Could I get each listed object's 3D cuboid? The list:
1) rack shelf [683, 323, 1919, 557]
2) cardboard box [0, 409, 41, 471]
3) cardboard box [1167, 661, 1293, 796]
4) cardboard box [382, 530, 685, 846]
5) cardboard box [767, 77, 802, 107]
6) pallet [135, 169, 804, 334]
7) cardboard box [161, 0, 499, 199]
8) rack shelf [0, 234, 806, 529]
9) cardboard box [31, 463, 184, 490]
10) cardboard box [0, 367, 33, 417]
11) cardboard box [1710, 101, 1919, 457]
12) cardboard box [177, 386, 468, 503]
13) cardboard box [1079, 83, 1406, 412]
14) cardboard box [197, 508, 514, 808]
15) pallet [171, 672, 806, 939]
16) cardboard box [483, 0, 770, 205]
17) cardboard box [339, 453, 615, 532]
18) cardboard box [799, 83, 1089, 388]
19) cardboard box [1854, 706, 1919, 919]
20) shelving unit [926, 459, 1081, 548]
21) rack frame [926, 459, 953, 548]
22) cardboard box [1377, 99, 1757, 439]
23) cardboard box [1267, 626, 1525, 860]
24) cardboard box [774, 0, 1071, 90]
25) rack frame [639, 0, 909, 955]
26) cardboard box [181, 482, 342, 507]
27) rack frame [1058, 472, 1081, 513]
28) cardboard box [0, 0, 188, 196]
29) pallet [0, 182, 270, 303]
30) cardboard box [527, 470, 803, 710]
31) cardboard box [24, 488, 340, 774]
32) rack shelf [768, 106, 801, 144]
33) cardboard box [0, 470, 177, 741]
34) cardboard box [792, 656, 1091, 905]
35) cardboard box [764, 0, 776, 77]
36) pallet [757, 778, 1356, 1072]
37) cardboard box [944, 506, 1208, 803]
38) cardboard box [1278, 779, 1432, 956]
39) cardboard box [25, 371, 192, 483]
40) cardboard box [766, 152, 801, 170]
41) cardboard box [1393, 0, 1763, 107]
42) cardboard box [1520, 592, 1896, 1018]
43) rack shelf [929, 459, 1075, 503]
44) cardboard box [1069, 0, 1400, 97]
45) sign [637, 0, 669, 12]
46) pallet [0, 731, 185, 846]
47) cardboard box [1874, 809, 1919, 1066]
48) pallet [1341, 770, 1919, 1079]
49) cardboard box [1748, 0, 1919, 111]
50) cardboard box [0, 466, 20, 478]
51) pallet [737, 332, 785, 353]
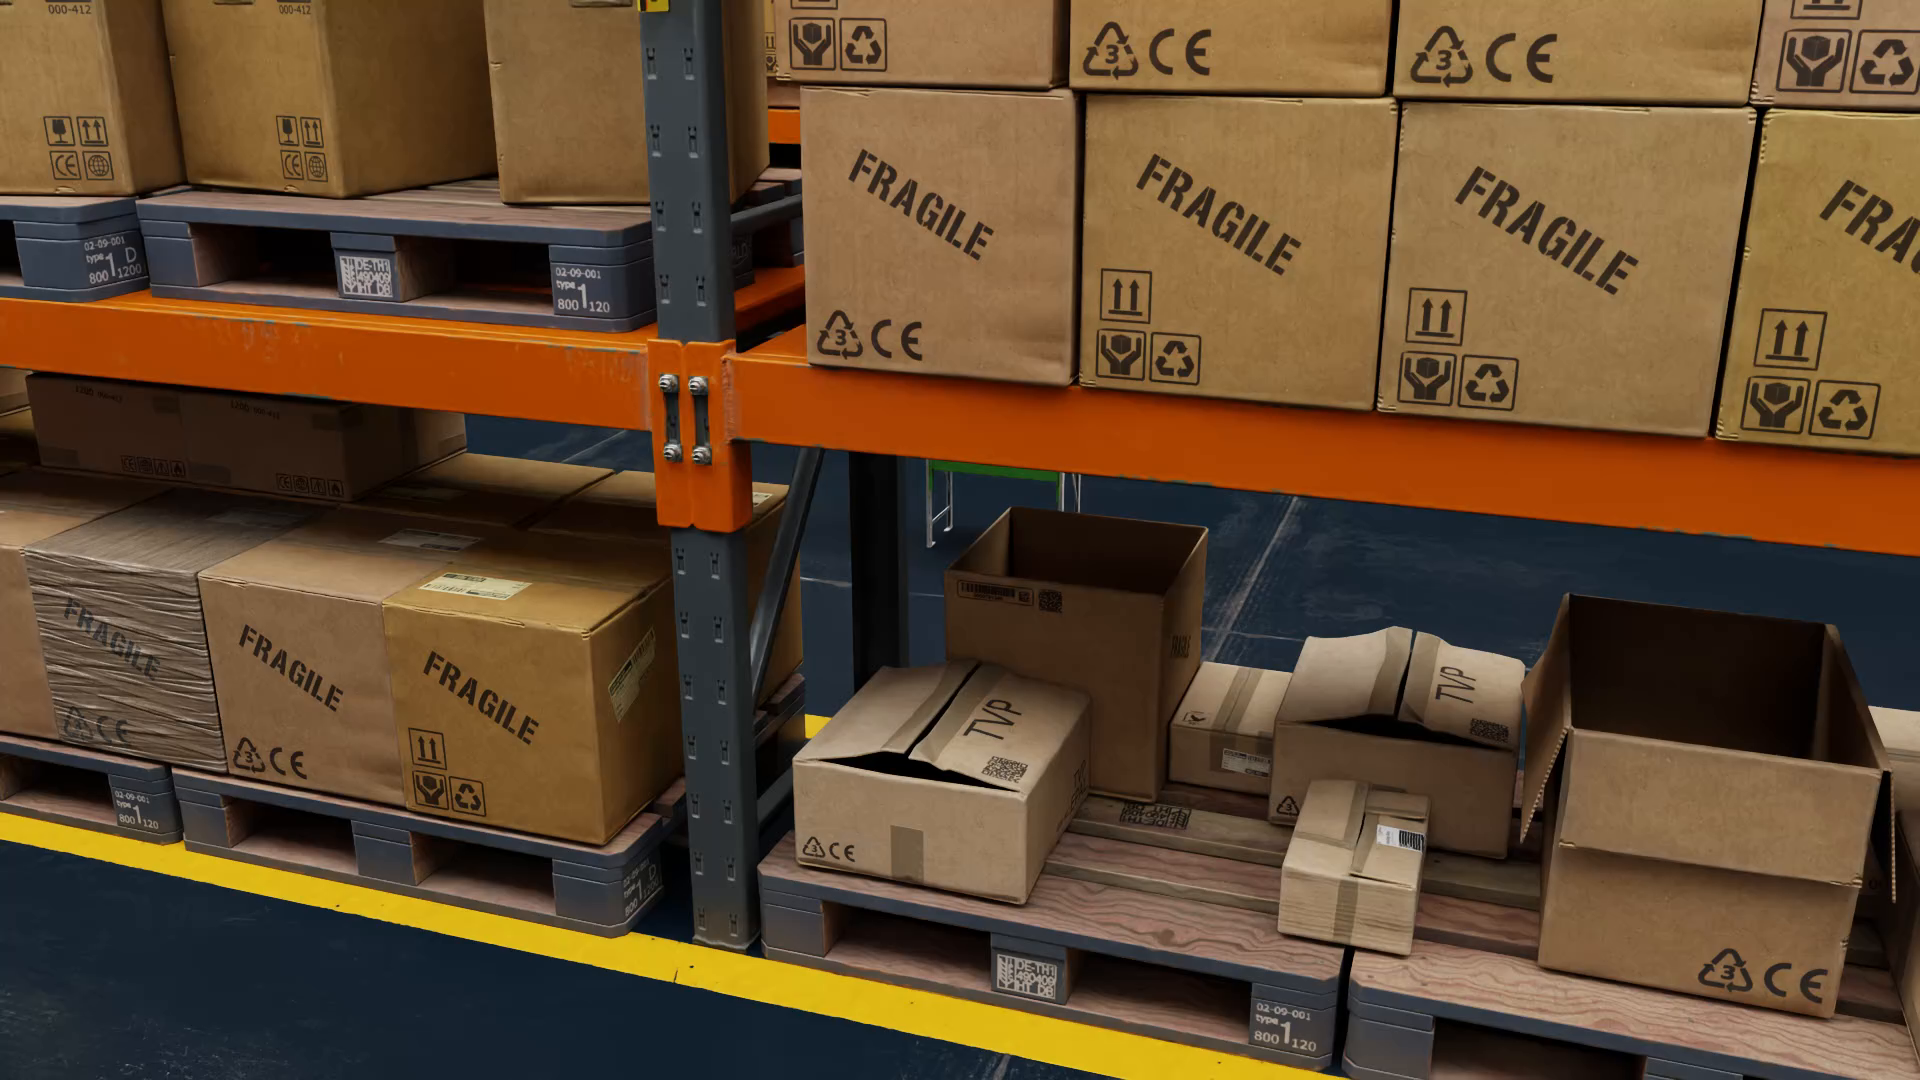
[{"bbox_3d":[1.538,-0.139,3.010,4.000,0.370,1.077,7,20,18],"label":"rack shelf"},{"bbox_3d":[-2.681,-0.070,4.849,0.500,0.500,0.500,6,20,16],"label":"cardboard box"},{"bbox_3d":[0.654,0.439,3.922,0.250,0.149,0.380,7,20,18],"label":"cardboard box"},{"bbox_3d":[-0.912,0.314,3.748,0.500,0.500,0.500,6,20,18],"label":"cardboard box"},{"bbox_3d":[-0.820,-2.288,8.435,0.250,0.149,0.380,7,20,18],"label":"cardboard box"},{"bbox_3d":[-1.071,-0.724,3.888,1.213,0.211,1.003,7,20,18],"label":"pallet"},{"bbox_3d":[-1.396,-1.115,3.929,0.500,0.500,0.700,10,22,27],"label":"cardboard box"},{"bbox_3d":[-2.241,-0.571,4.250,4.000,0.370,1.077,7,20,18],"label":"rack shelf"},{"bbox_3d":[-2.183,-0.015,4.692,0.500,0.500,0.500,6,20,16],"label":"cardboard box"},{"bbox_3d":[-3.115,-0.475,4.873,0.500,0.250,0.500,7,21,20],"label":"cardboard box"},{"bbox_3d":[1.478,-0.439,2.625,0.500,0.500,0.500,6,20,17],"label":"cardboard box"},{"bbox_3d":[-1.673,-0.312,4.405,0.500,0.250,0.500,7,20,18],"label":"cardboard box"},{"bbox_3d":[0.525,-0.548,2.939,0.500,0.500,0.500,7,20,19],"label":"cardboard box"},{"bbox_3d":[-1.376,0.258,3.909,0.500,0.500,0.500,7,20,18],"label":"cardboard box"},{"bbox_3d":[-1.132,0.546,4.189,1.213,0.211,1.003,7,20,18],"label":"pallet"},{"bbox_3d":[-0.726,-1.061,3.773,0.500,0.500,0.700,0,19,0],"label":"cardboard box"},{"bbox_3d":[-1.236,0.096,4.373,0.500,0.500,0.500,7,20,19],"label":"cardboard box"},{"bbox_3d":[0.040,-0.602,3.094,0.500,0.500,0.500,7,20,19],"label":"cardboard box"},{"bbox_3d":[2.062,0.573,3.384,0.500,0.250,0.500,7,20,18],"label":"cardboard box"},{"bbox_3d":[0.156,-0.549,5.827,0.503,1.200,0.258,7,20,18],"label":"shelving unit"},{"bbox_3d":[-0.074,-0.575,5.903,0.015,1.200,0.240,7,20,18],"label":"rack frame"},{"bbox_3d":[0.997,-0.493,2.782,0.500,0.500,0.500,6,20,18],"label":"cardboard box"},{"bbox_3d":[0.988,0.422,3.726,0.500,0.311,0.500,7,20,18],"label":"cardboard box"},{"bbox_3d":[0.001,-1.076,2.934,0.500,0.500,0.500,7,20,19],"label":"cardboard box"},{"bbox_3d":[-0.352,-0.695,3.512,0.127,3.000,1.000,7,20,18],"label":"rack frame"},{"bbox_3d":[-1.706,0.039,4.535,0.500,0.500,0.500,7,20,19],"label":"cardboard box"},{"bbox_3d":[0.387,-0.522,5.752,0.015,1.200,0.240,7,20,18],"label":"rack frame"},{"bbox_3d":[-2.041,-1.112,3.919,0.500,0.500,0.700,1,19,4],"label":"cardboard box"},{"bbox_3d":[-2.292,-0.827,4.184,1.213,0.211,1.003,7,20,18],"label":"pallet"},{"bbox_3d":[-0.729,0.150,4.218,0.500,0.500,0.500,6,20,16],"label":"cardboard box"},{"bbox_3d":[-1.850,0.203,4.065,0.500,0.500,0.500,7,20,19],"label":"cardboard box"},{"bbox_3d":[-0.619,-2.112,8.670,4.000,0.370,1.077,7,20,18],"label":"rack shelf"},{"bbox_3d":[-2.331,0.149,4.220,0.500,0.500,0.500,6,20,16],"label":"cardboard box"},{"bbox_3d":[-0.026,0.480,3.559,0.500,0.311,0.500,7,20,18],"label":"cardboard box"},{"bbox_3d":[-0.679,-2.565,8.244,0.500,0.500,0.500,7,20,20],"label":"cardboard box"},{"bbox_3d":[0.297,0.697,3.757,1.213,0.211,1.003,7,20,18],"label":"pallet"},{"bbox_3d":[0.280,0.251,3.927,0.500,0.500,0.500,7,20,18],"label":"cardboard box"},{"bbox_3d":[0.794,0.638,3.324,0.250,0.166,0.380,7,20,18],"label":"cardboard box"},{"bbox_3d":[-2.147,-0.366,4.560,0.500,0.250,0.500,6,20,17],"label":"cardboard box"},{"bbox_3d":[-1.031,-1.634,8.834,0.750,0.750,0.750,6,20,18],"label":"cardboard box"},{"bbox_3d":[0.974,-0.964,2.615,0.500,0.500,0.500,6,20,16],"label":"cardboard box"},{"bbox_3d":[1.425,0.478,3.273,0.637,0.503,0.797,7,20,18],"label":"cardboard box"},{"bbox_3d":[0.156,-0.262,5.927,0.480,0.148,0.258,7,20,18],"label":"rack shelf"},{"bbox_3d":[0.489,-1.020,2.774,0.500,0.500,0.500,6,20,16],"label":"cardboard box"},{"bbox_3d":[-0.530,-1.068,2.825,0.005,0.325,0.100,7,20,18],"label":"sign"},{"bbox_3d":[-2.289,0.415,4.566,1.213,0.211,1.003,7,20,18],"label":"pallet"},{"bbox_3d":[1.945,0.734,2.922,0.500,0.250,0.500,7,20,18],"label":"cardboard box"},{"bbox_3d":[1.453,0.828,3.381,1.213,0.211,1.003,7,20,18],"label":"pallet"},{"bbox_3d":[1.462,-0.909,2.455,0.500,0.500,0.500,7,20,20],"label":"cardboard box"},{"bbox_3d":[-2.825,0.094,4.377,0.500,0.500,0.500,6,20,17],"label":"cardboard box"},{"bbox_3d":[-0.639,-1.110,8.939,1.213,0.211,1.003,7,20,18],"label":"pallet"}]
